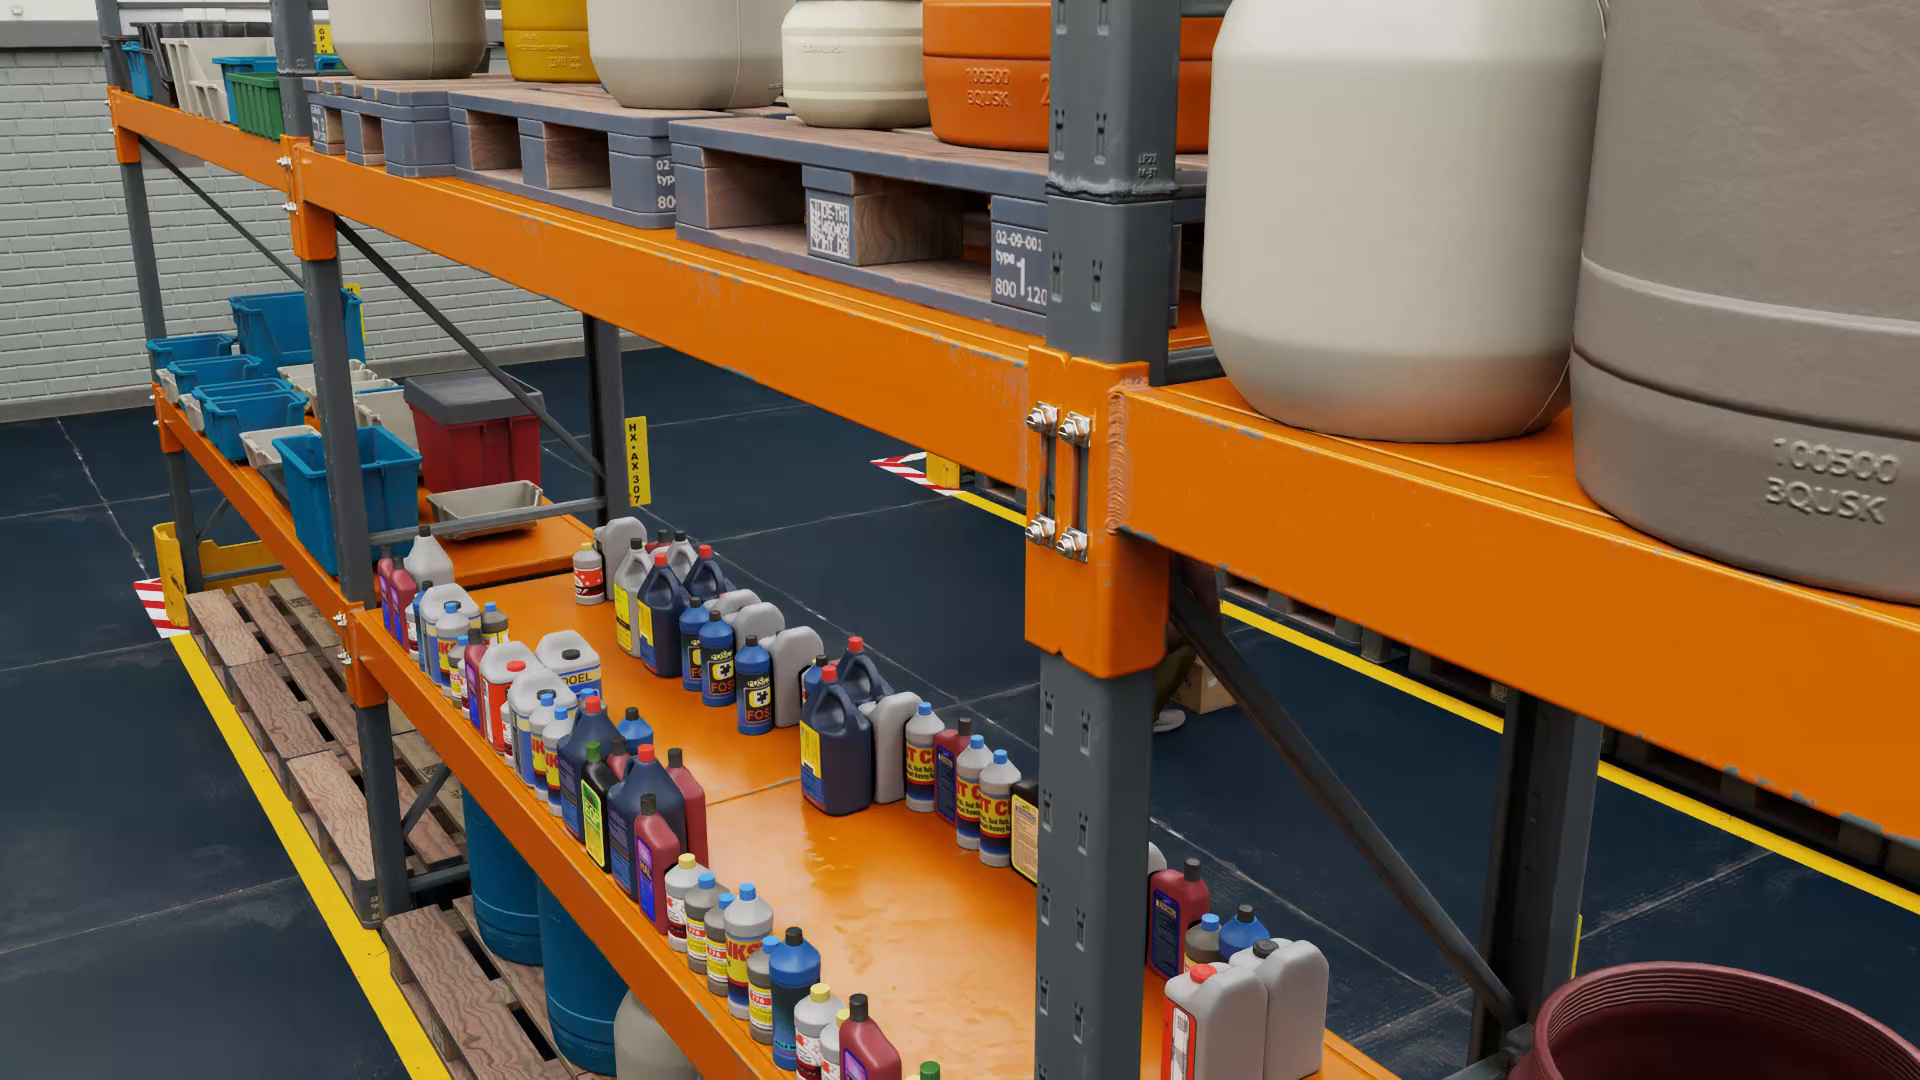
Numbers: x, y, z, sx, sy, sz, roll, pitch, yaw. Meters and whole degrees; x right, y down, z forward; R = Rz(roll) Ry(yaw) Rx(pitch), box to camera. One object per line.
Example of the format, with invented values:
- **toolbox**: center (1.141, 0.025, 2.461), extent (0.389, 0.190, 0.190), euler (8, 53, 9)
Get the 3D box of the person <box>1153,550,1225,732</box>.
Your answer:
- **person**: center (0.846, 0.322, 7.707), extent (0.860, 1.088, 0.615), euler (-11, 21, -32)
